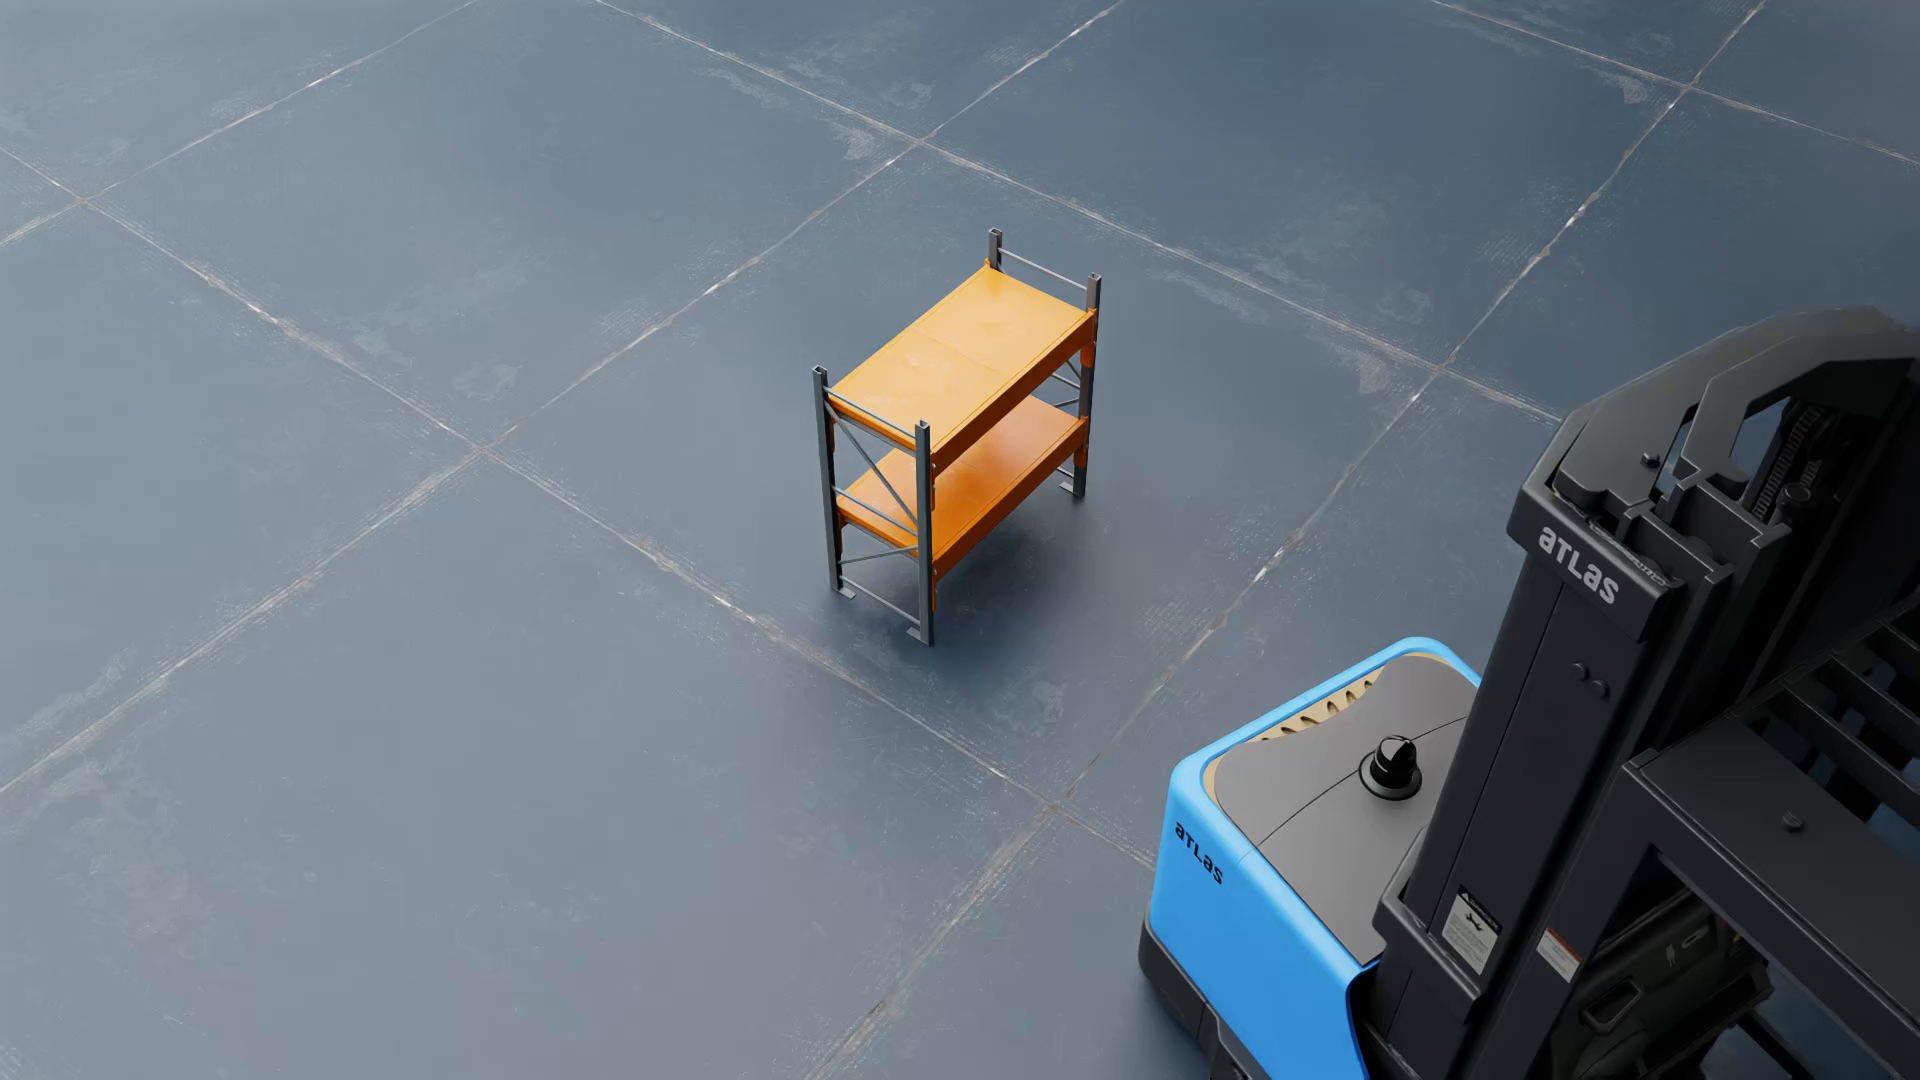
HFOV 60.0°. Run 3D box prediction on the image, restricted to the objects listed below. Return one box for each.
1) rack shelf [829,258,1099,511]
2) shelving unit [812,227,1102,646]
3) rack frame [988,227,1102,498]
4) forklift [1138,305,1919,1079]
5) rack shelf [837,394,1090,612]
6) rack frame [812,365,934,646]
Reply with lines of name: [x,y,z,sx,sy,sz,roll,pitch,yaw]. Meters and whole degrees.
rack shelf: [0.004,-0.595,6.135,0.538,0.278,1.000,29,53,25]
shelving unit: [0.004,-0.392,6.347,0.538,1.125,1.048,29,53,25]
rack frame: [0.315,-0.683,6.625,0.500,1.125,0.032,29,53,25]
forklift: [1.786,1.084,3.687,1.130,2.935,3.031,-25,51,-22]
rack shelf: [0.004,-0.224,6.524,0.538,0.278,1.000,29,53,25]
rack frame: [-0.307,-0.102,6.069,0.500,1.125,0.032,29,53,25]
